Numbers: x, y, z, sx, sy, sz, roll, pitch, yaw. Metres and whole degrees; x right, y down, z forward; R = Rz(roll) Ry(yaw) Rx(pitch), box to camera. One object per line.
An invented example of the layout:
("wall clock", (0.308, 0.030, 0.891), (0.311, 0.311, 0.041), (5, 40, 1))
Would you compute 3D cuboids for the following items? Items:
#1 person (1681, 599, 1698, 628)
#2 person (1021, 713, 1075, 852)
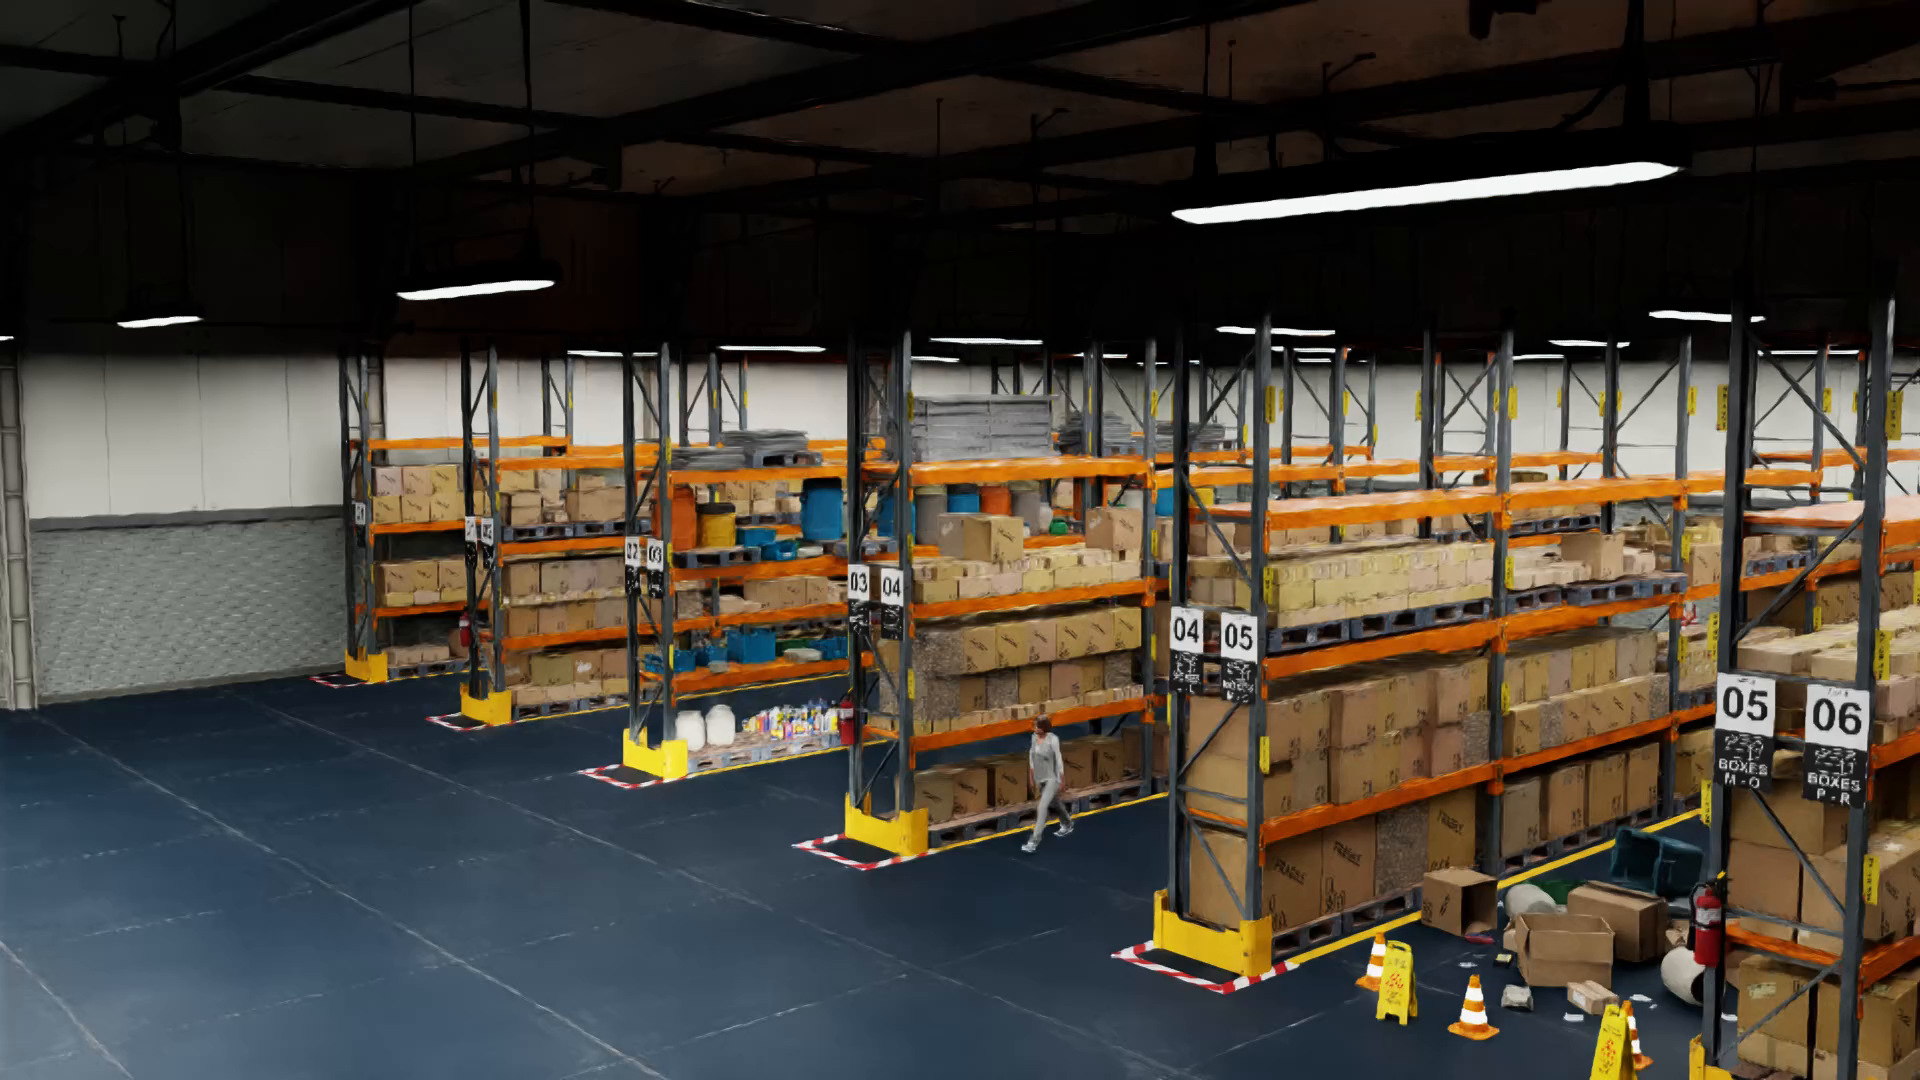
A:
("person", (13.200, 1.593, 30.088), (0.620, 1.784, 0.566), (1, 5, 14))
("person", (0.963, 2.704, 18.858), (1.038, 1.514, 0.419), (-5, 7, -44))
